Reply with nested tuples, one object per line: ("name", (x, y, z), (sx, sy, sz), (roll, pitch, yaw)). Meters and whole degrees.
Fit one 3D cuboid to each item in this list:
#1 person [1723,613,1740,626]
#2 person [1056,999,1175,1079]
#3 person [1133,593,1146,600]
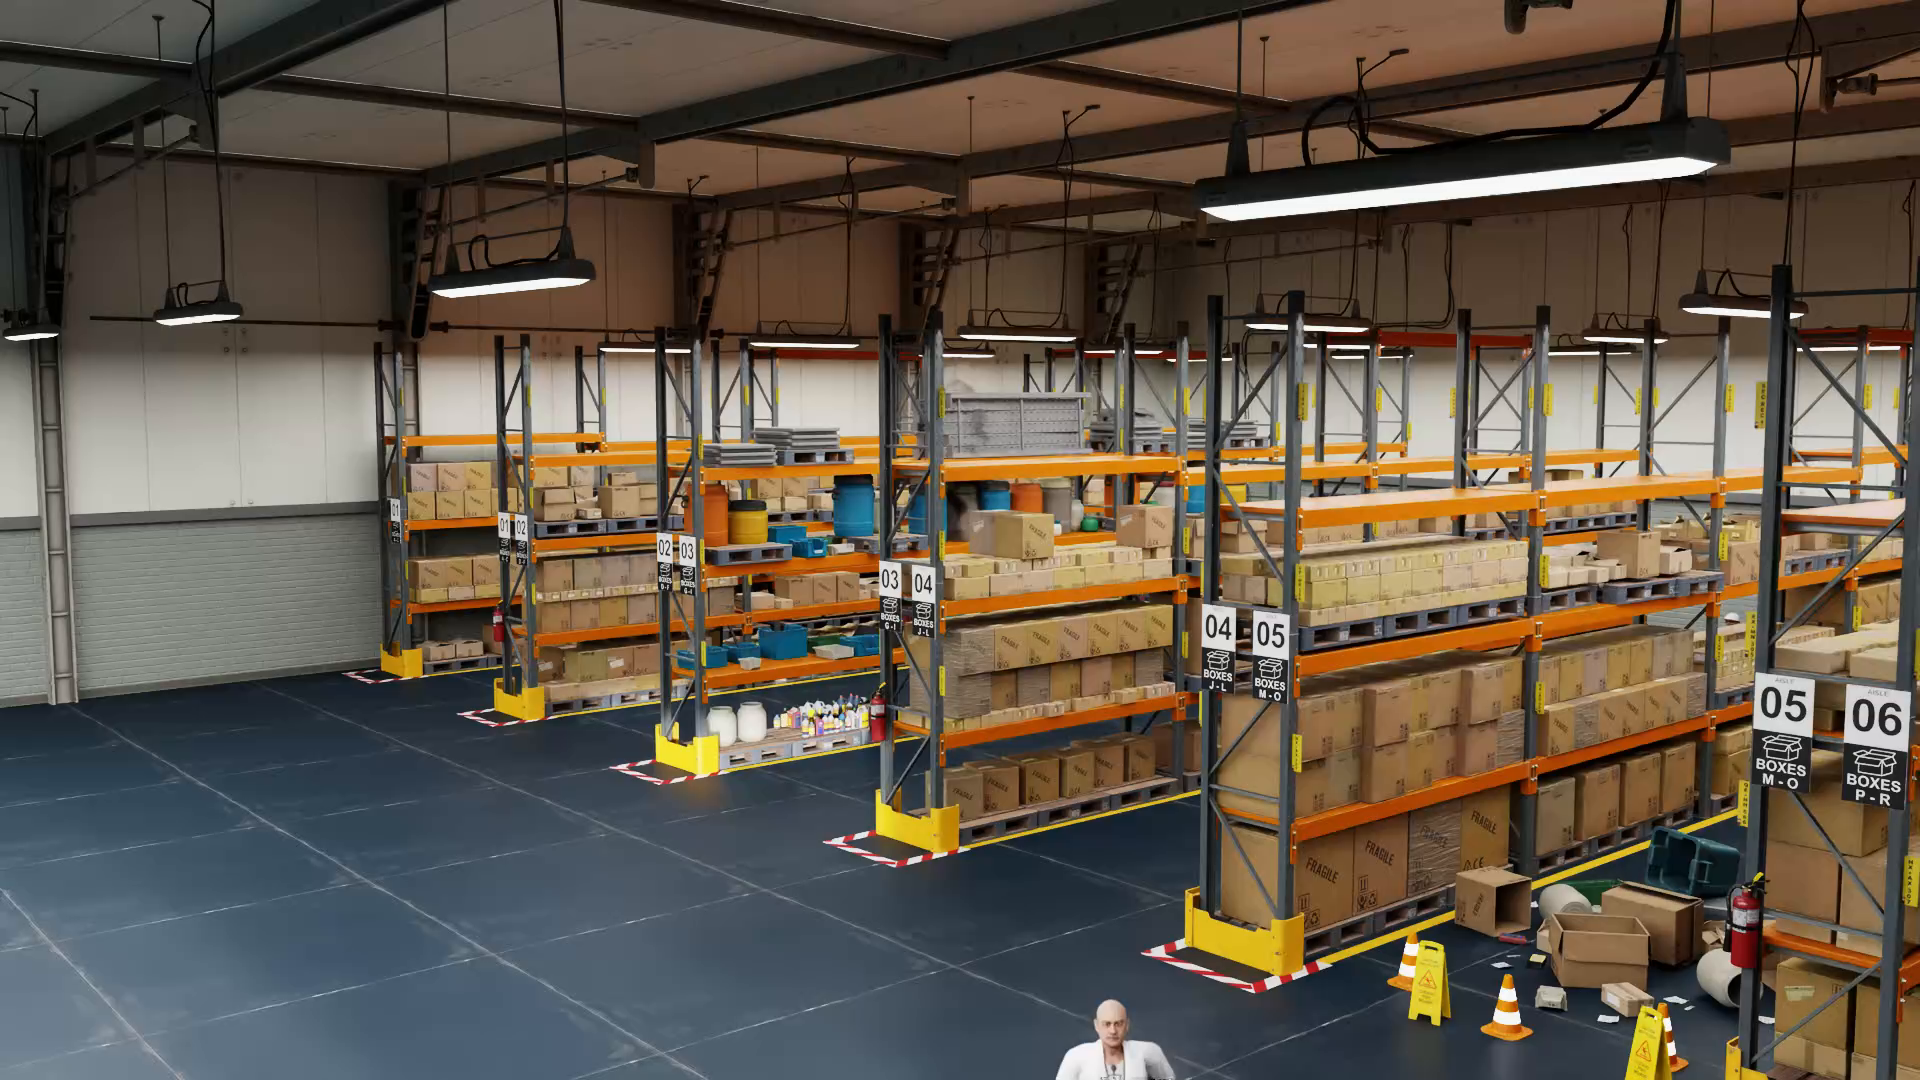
("person", (11.738, 1.994, 25.196), (0.907, 1.812, 0.707), (-4, 7, -38))
("person", (0.852, 3.455, 9.202), (0.688, 1.814, 0.755), (0, 5, 5))
("person", (3.198, 1.329, 32.104), (0.640, 1.755, 0.727), (4, 7, 38))
